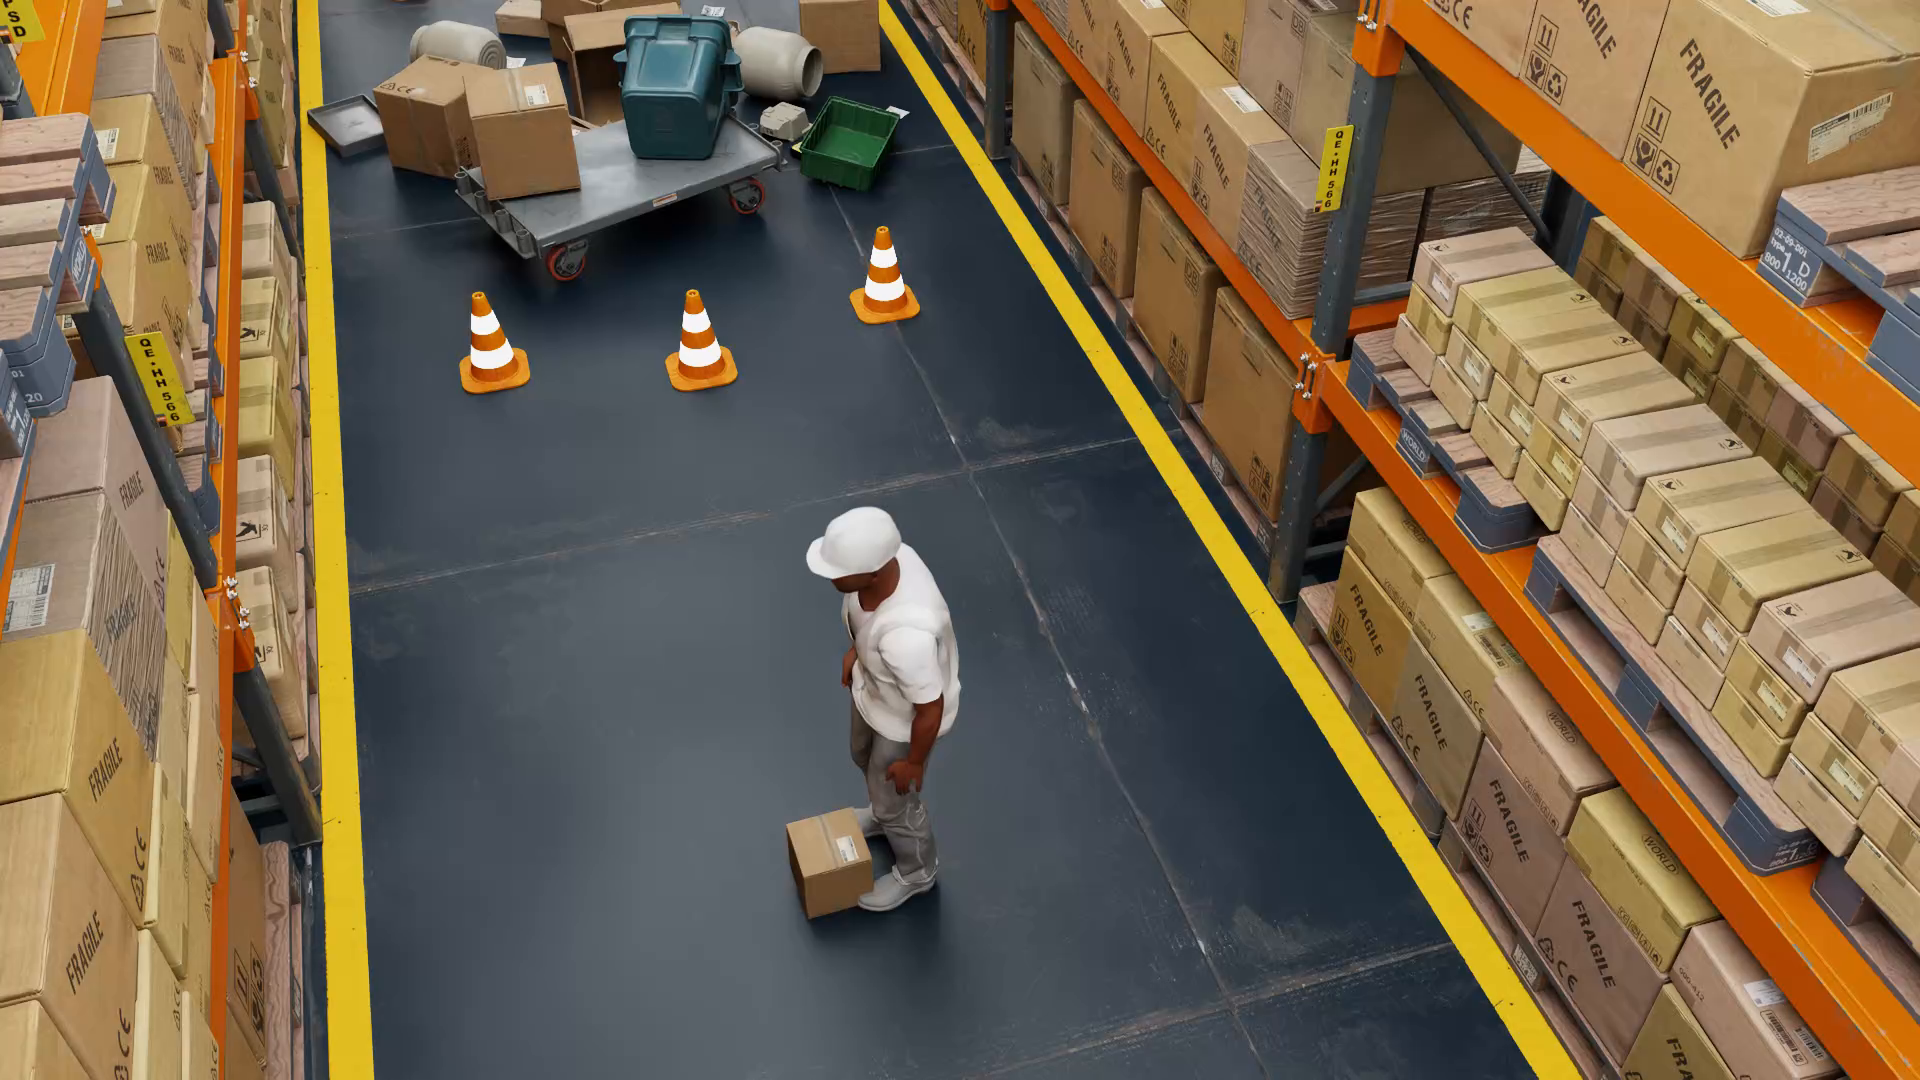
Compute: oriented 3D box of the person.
[{"bbox_3d":[-0.246,0.549,5.538,0.461,1.759,0.619,-13,44,-15],"label":"person"}]
